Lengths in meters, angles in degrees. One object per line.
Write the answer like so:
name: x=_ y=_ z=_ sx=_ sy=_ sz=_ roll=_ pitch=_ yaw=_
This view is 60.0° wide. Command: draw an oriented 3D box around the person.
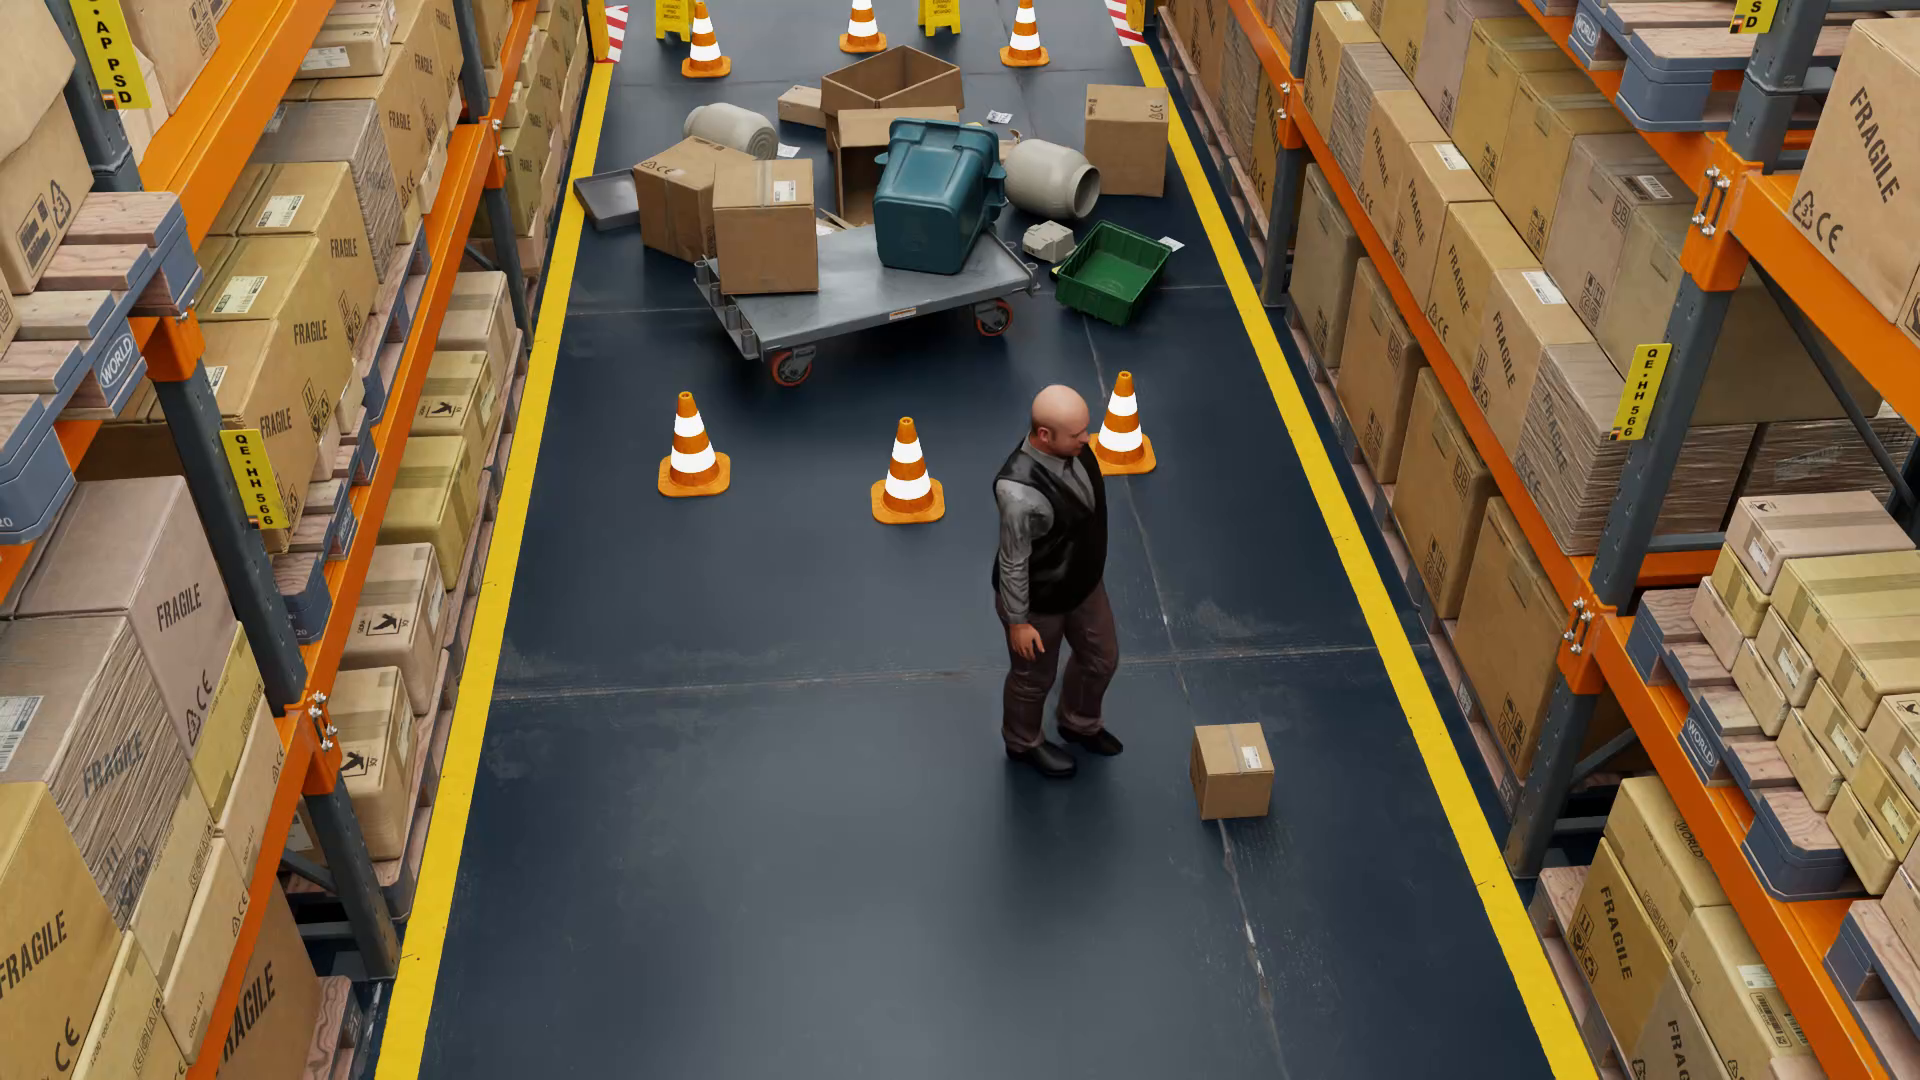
person: x=0.353 y=0.214 z=5.942 sx=0.447 sy=1.781 sz=0.562 roll=21 pitch=43 yaw=24
